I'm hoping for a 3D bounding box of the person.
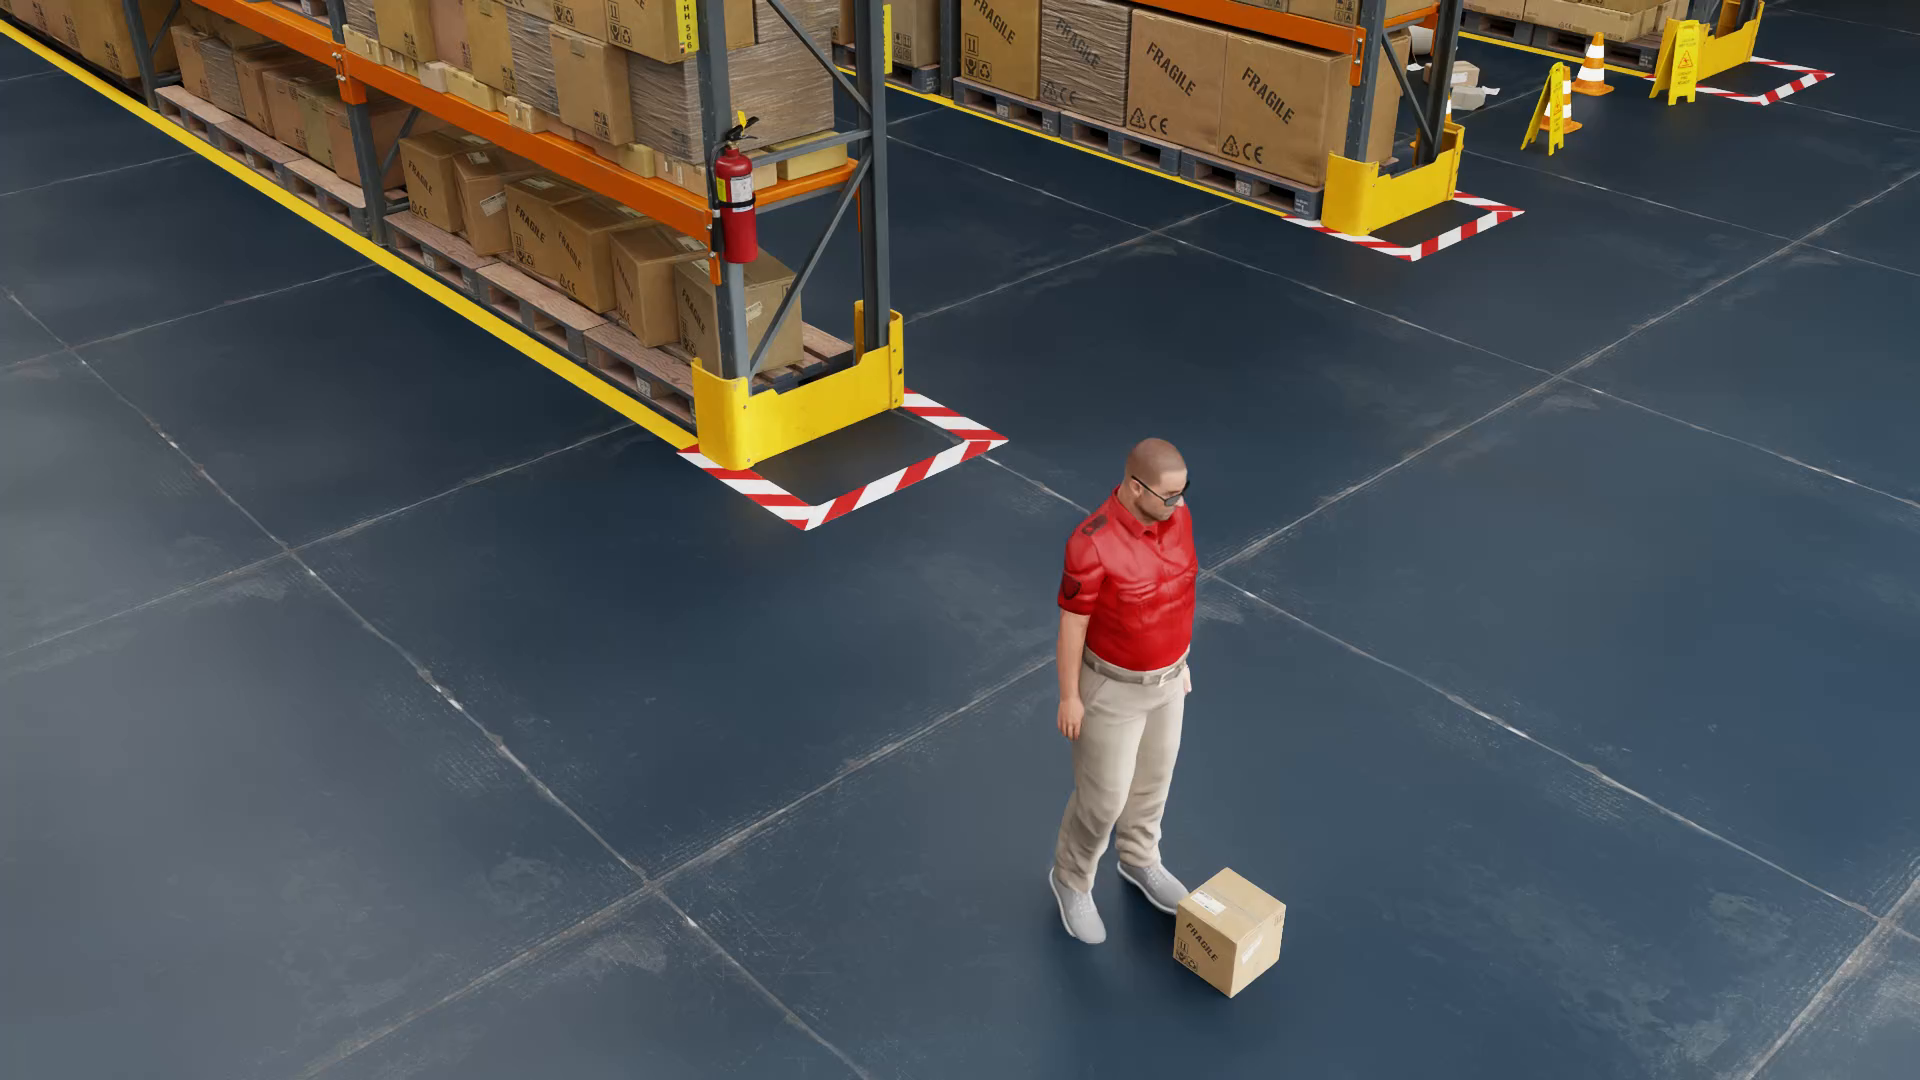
[{"bbox_3d":[0.584,0.505,5.354,0.589,1.786,0.463,-26,40,-36],"label":"person"}]
